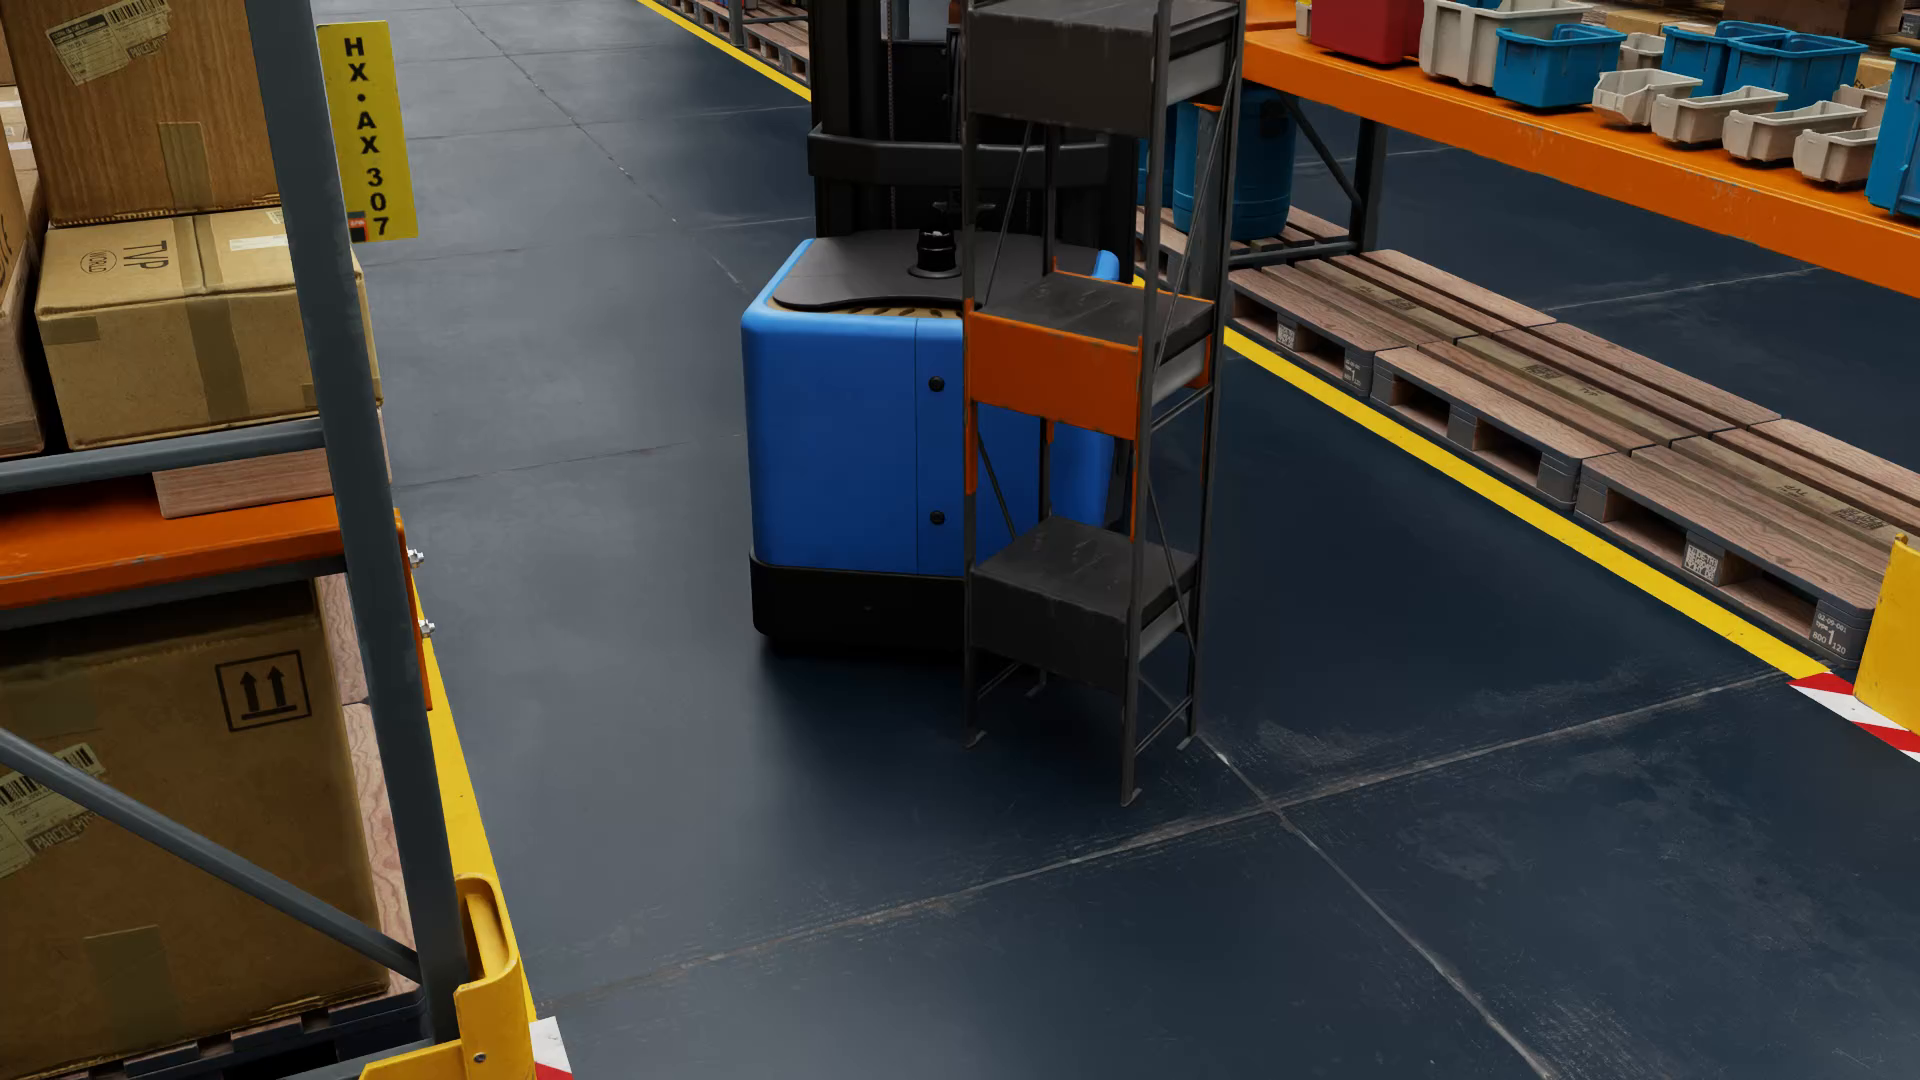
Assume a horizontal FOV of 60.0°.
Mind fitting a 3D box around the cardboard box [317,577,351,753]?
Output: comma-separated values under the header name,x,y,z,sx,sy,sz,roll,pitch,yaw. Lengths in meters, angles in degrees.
name,x,y,z,sx,sy,sz,roll,pitch,yaw
cardboard box,-2.084,0.060,4.150,0.875,0.875,0.875,-11,28,-21

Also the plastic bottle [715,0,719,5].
name,x,y,z,sx,sy,sz,roll,pitch,yaw
plastic bottle,-2.240,-5.113,15.397,0.061,0.283,0.133,-9,27,-17

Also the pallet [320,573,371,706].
name,x,y,z,sx,sy,sz,roll,pitch,yaw
pallet,-2.262,0.358,4.775,1.003,0.211,1.213,-11,28,-21

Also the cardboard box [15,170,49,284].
name,x,y,z,sx,sy,sz,roll,pitch,yaw
cardboard box,-2.035,-0.515,3.217,0.500,0.250,0.500,-11,28,-21

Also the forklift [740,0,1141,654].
name,x,y,z,sx,sy,sz,roll,pitch,yaw
forklift,0.087,-1.589,5.664,1.130,2.935,3.031,4,26,7

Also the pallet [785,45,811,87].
name,x,y,z,sx,sy,sz,roll,pitch,yaw
pallet,-0.721,-3.732,13.154,1.003,0.211,1.213,-11,28,-21

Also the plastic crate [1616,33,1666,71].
name,x,y,z,sx,sy,sz,roll,pitch,yaw
plastic crate,2.546,-1.817,6.284,0.293,0.136,0.466,-11,28,-21

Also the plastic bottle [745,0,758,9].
name,x,y,z,sx,sy,sz,roll,pitch,yaw
plastic bottle,-1.930,-5.032,15.154,0.144,0.351,0.185,-11,28,-21

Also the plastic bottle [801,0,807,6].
name,x,y,z,sx,sy,sz,roll,pitch,yaw
plastic bottle,-1.419,-5.093,15.364,0.152,0.276,0.135,-10,28,-19

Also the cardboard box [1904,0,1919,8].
name,x,y,z,sx,sy,sz,roll,pitch,yaw
cardboard box,8.807,-5.233,15.396,0.700,0.500,0.500,-10,28,-20

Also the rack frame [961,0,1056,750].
name,x,y,z,sx,sy,sz,roll,pitch,yaw
rack frame,0.125,-0.435,4.232,0.015,2.100,0.400,17,32,30

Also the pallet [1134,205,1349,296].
name,x,y,z,sx,sy,sz,roll,pitch,yaw
pallet,1.324,-1.625,8.838,1.003,0.211,1.213,-11,28,-21

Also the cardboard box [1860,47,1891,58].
name,x,y,z,sx,sy,sz,roll,pitch,yaw
cardboard box,5.504,-2.834,10.484,0.500,0.500,0.500,-10,28,-20

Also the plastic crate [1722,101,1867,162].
name,x,y,z,sx,sy,sz,roll,pitch,yaw
plastic crate,2.568,-1.271,5.166,0.396,0.136,0.243,-11,28,-21

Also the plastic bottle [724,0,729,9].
name,x,y,z,sx,sy,sz,roll,pitch,yaw
plastic bottle,-2.063,-5.007,15.104,0.144,0.351,0.185,-11,28,-22

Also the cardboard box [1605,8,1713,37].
name,x,y,z,sx,sy,sz,roll,pitch,yaw
cardboard box,4.898,-3.452,11.748,0.500,0.500,0.500,-11,28,-21

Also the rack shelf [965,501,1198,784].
name,x,y,z,sx,sy,sz,roll,pitch,yaw
rack shelf,0.332,0.261,4.435,0.480,0.518,0.431,17,32,30

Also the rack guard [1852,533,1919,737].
name,x,y,z,sx,sy,sz,roll,pitch,yaw
rack guard,3.175,0.186,4.799,1.175,0.500,0.348,-11,28,-21

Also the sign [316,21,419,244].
name,x,y,z,sx,sy,sz,roll,pitch,yaw
sign,-0.890,-0.611,2.506,0.100,0.325,0.005,-11,28,-21

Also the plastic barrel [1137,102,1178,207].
name,x,y,z,sx,sy,sz,roll,pitch,yaw
plastic barrel,1.113,-2.314,8.983,0.600,0.901,0.708,-11,28,-21

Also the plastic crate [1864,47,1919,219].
name,x,y,z,sx,sy,sz,roll,pitch,yaw
plastic crate,2.851,-1.091,4.456,0.616,0.435,0.499,-11,28,-21

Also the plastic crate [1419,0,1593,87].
name,x,y,z,sx,sy,sz,roll,pitch,yaw
plastic crate,2.016,-1.885,6.259,0.437,0.282,0.530,-11,28,-21

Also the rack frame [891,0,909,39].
name,x,y,z,sx,sy,sz,roll,pitch,yaw
rack frame,0.021,-4.174,10.881,1.000,3.000,0.127,-11,28,-21

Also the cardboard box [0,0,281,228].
name,x,y,z,sx,sy,sz,roll,pitch,yaw
cardboard box,-1.539,-0.939,3.231,0.500,0.500,0.500,-11,28,-22

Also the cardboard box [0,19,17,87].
name,x,y,z,sx,sy,sz,roll,pitch,yaw
cardboard box,-2.624,-1.465,4.309,0.500,0.500,0.500,-11,28,-22

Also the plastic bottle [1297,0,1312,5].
name,x,y,z,sx,sy,sz,roll,pitch,yaw
plastic bottle,1.732,-2.751,8.023,0.144,0.351,0.185,-11,28,-21

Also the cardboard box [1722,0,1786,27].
name,x,y,z,sx,sy,sz,roll,pitch,yaw
cardboard box,5.593,-3.664,11.328,0.500,0.250,0.500,-11,28,-22

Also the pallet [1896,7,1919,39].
name,x,y,z,sx,sy,sz,roll,pitch,yaw
pallet,8.832,-4.939,15.625,1.003,0.211,1.213,-11,28,-21

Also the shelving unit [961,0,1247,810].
name,x,y,z,sx,sy,sz,roll,pitch,yaw
shelving unit,0.327,-0.374,4.109,0.503,2.100,0.431,17,32,30

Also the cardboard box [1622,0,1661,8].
name,x,y,z,sx,sy,sz,roll,pitch,yaw
cardboard box,5.162,-3.761,12.382,0.500,0.500,0.500,-9,28,-19

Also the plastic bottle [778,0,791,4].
name,x,y,z,sx,sy,sz,roll,pitch,yaw
plastic bottle,-1.612,-5.169,15.435,0.144,0.351,0.185,-11,28,-21

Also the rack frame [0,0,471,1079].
name,x,y,z,sx,sy,sz,roll,pitch,yaw
rack frame,-1.406,-0.093,2.522,0.949,2.616,0.053,-11,28,-21

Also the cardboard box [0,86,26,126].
name,x,y,z,sx,sy,sz,roll,pitch,yaw
cardboard box,-2.443,-0.930,4.067,0.500,0.250,0.500,-11,28,-21

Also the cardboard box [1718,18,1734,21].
name,x,y,z,sx,sy,sz,roll,pitch,yaw
cardboard box,5.576,-3.341,11.522,0.500,0.500,0.500,-12,28,-23

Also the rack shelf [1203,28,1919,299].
name,x,y,z,sx,sy,sz,roll,pitch,yaw
rack shelf,2.371,-1.429,6.077,1.077,0.370,4.000,-11,28,-21

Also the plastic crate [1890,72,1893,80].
name,x,y,z,sx,sy,sz,roll,pitch,yaw
plastic crate,3.102,-1.318,5.154,0.416,0.233,0.300,-11,28,-21

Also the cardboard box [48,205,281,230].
name,x,y,z,sx,sy,sz,roll,pitch,yaw
cardboard box,-1.553,-0.609,3.410,0.500,0.250,0.500,-11,28,-21

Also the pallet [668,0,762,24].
name,x,y,z,sx,sy,sz,roll,pitch,yaw
pallet,-2.252,-5.308,16.380,1.003,0.211,1.213,-11,28,-21

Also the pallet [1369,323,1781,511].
name,x,y,z,sx,sy,sz,roll,pitch,yaw
pallet,2.393,-0.523,6.580,1.003,0.211,1.213,-11,28,-21

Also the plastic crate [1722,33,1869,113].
name,x,y,z,sx,sy,sz,roll,pitch,yaw
plastic crate,2.845,-1.584,5.698,0.416,0.233,0.300,-11,28,-21

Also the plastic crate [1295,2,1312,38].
name,x,y,z,sx,sy,sz,roll,pitch,yaw
plastic crate,1.638,-2.255,7.183,0.396,0.136,0.243,-11,28,-21

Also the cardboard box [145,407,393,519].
name,x,y,z,sx,sy,sz,roll,pitch,yaw
cardboard box,-1.239,-0.181,2.988,0.380,0.149,0.250,-10,28,-20

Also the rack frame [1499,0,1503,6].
name,x,y,z,sx,sy,sz,roll,pitch,yaw
rack frame,4.580,-5.024,12.621,1.000,3.000,0.127,-11,28,-21

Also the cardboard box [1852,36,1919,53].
name,x,y,z,sx,sy,sz,roll,pitch,yaw
cardboard box,5.962,-2.934,10.688,0.500,0.500,0.500,-10,28,-20

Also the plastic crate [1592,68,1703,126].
name,x,y,z,sx,sy,sz,roll,pitch,yaw
plastic crate,2.303,-1.495,5.626,0.298,0.136,0.250,-11,28,-21
